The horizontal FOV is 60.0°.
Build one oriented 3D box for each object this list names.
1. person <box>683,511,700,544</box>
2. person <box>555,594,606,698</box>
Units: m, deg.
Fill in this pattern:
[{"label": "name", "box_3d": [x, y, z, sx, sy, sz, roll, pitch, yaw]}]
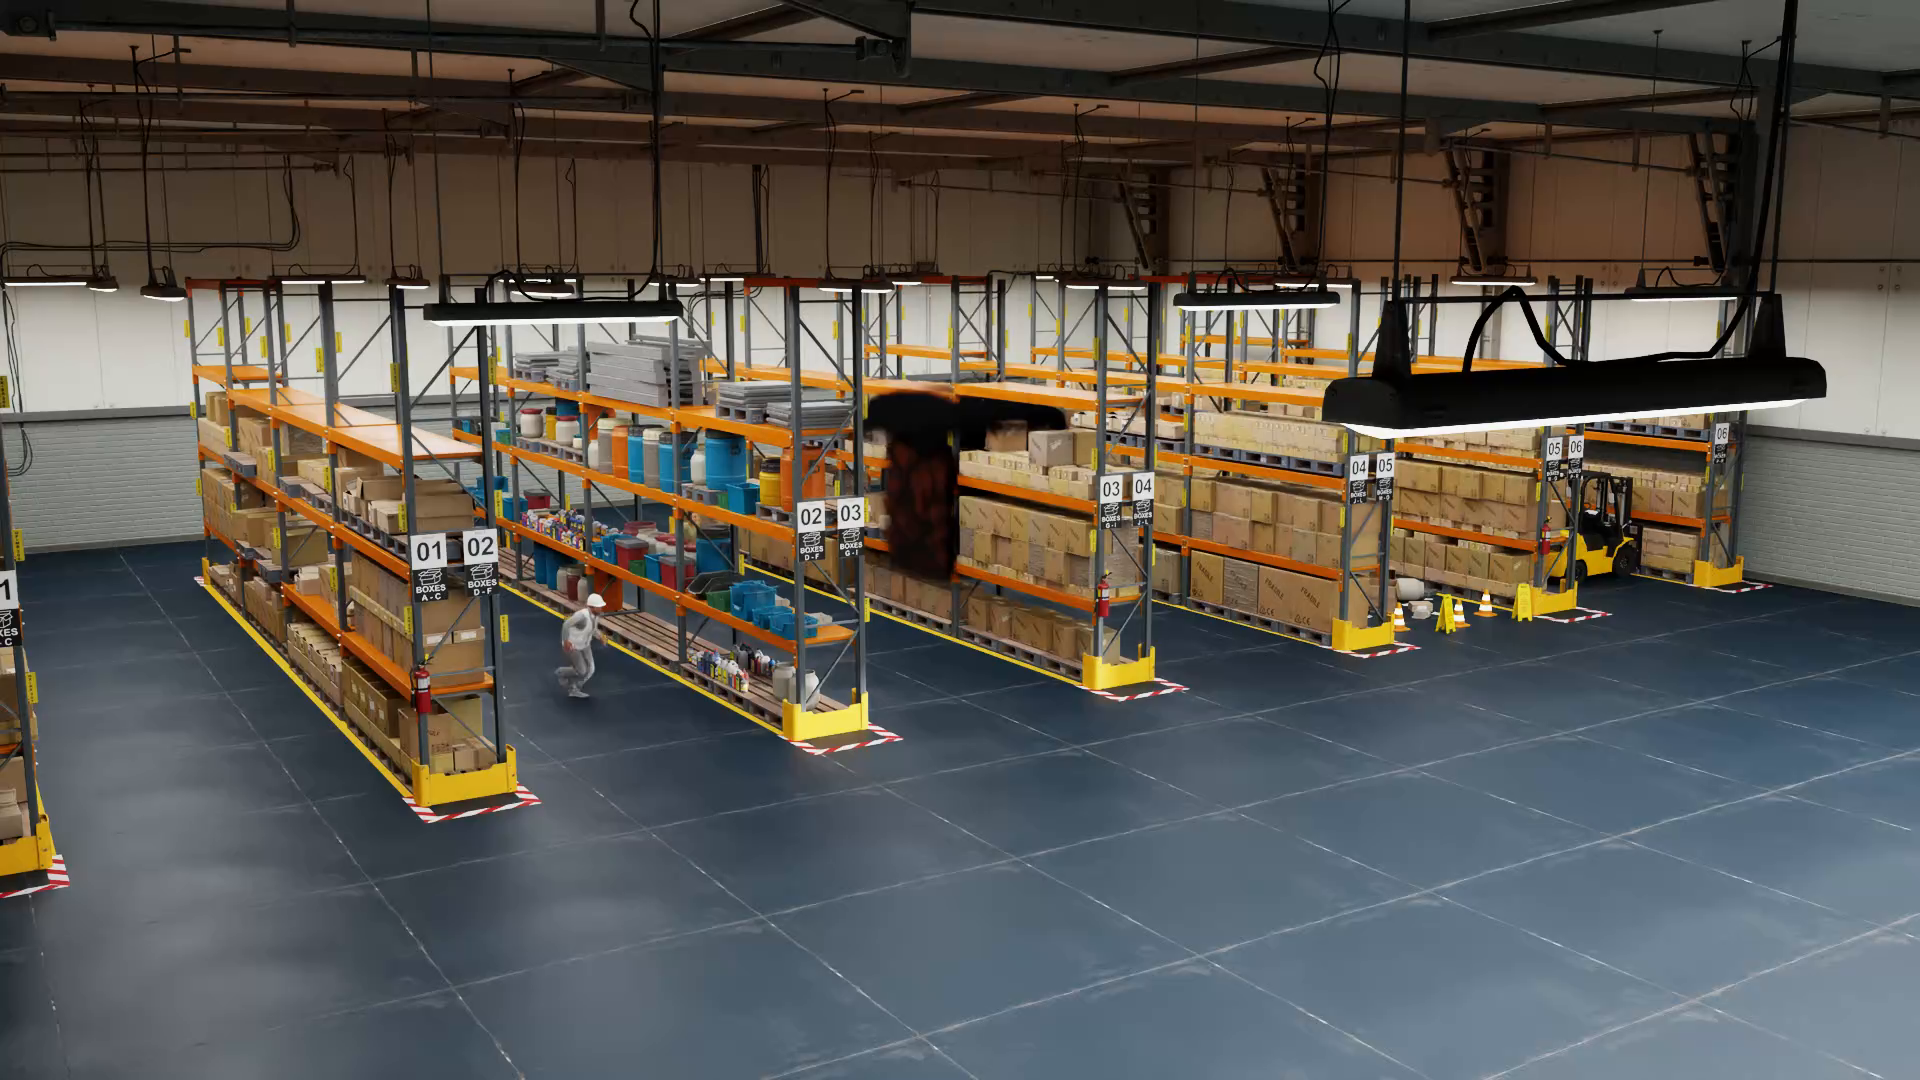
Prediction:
[{"label": "person", "box_3d": [-4.960, 0.197, 30.622, 0.670, 1.562, 0.567, 8, 12, 39]}, {"label": "person", "box_3d": [-5.505, 1.544, 24.128, 0.879, 1.582, 0.678, 5, 11, 26]}]
